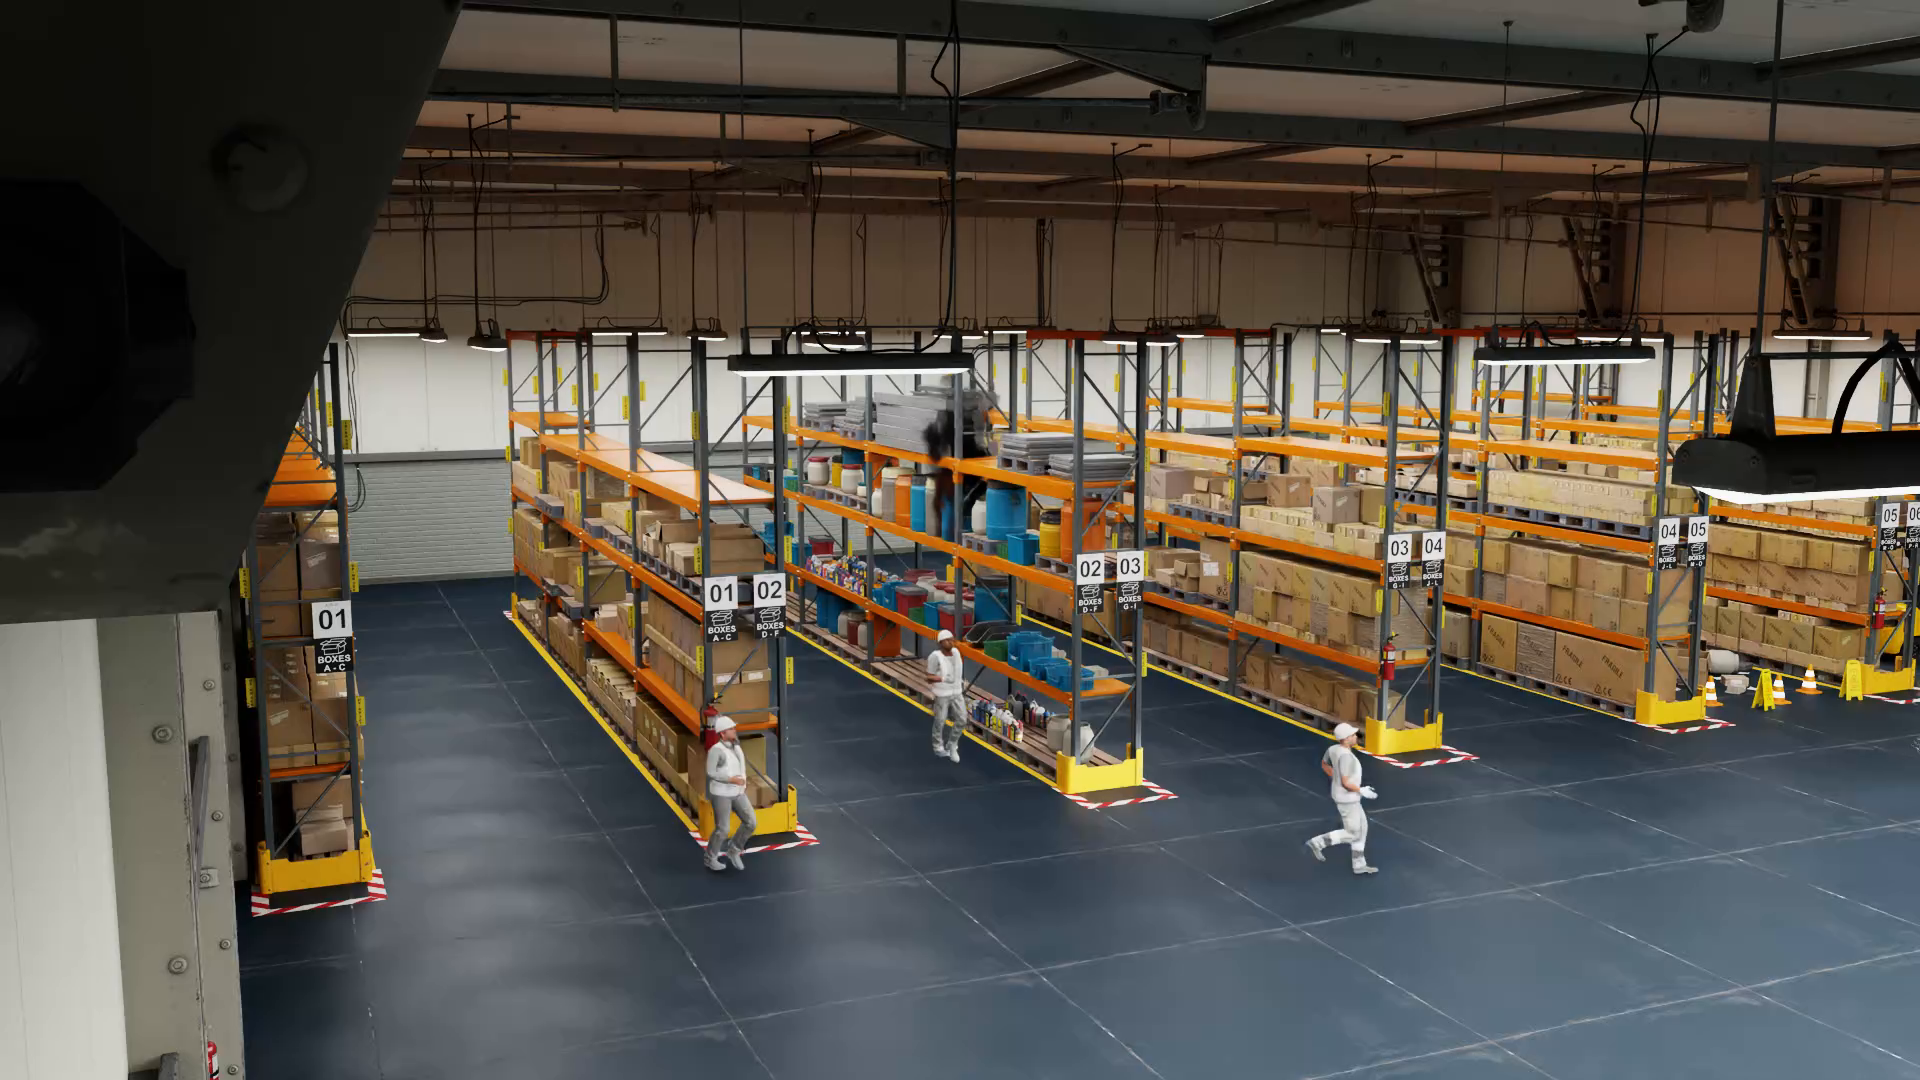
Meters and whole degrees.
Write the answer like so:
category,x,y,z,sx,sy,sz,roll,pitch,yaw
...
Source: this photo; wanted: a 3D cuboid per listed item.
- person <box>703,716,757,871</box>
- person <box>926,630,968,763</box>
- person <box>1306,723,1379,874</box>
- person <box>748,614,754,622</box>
category,x,y,z,sx,sy,sz,roll,pitch,yaw
person,-2.609,2.896,18.963,0.602,1.777,0.678,4,9,30
person,-0.127,2.132,22.503,0.662,1.841,0.648,-5,9,-32
person,4.342,2.922,18.821,0.848,1.748,0.669,0,8,0
person,-3.572,1.547,29.173,0.527,1.684,0.787,-6,10,-36
